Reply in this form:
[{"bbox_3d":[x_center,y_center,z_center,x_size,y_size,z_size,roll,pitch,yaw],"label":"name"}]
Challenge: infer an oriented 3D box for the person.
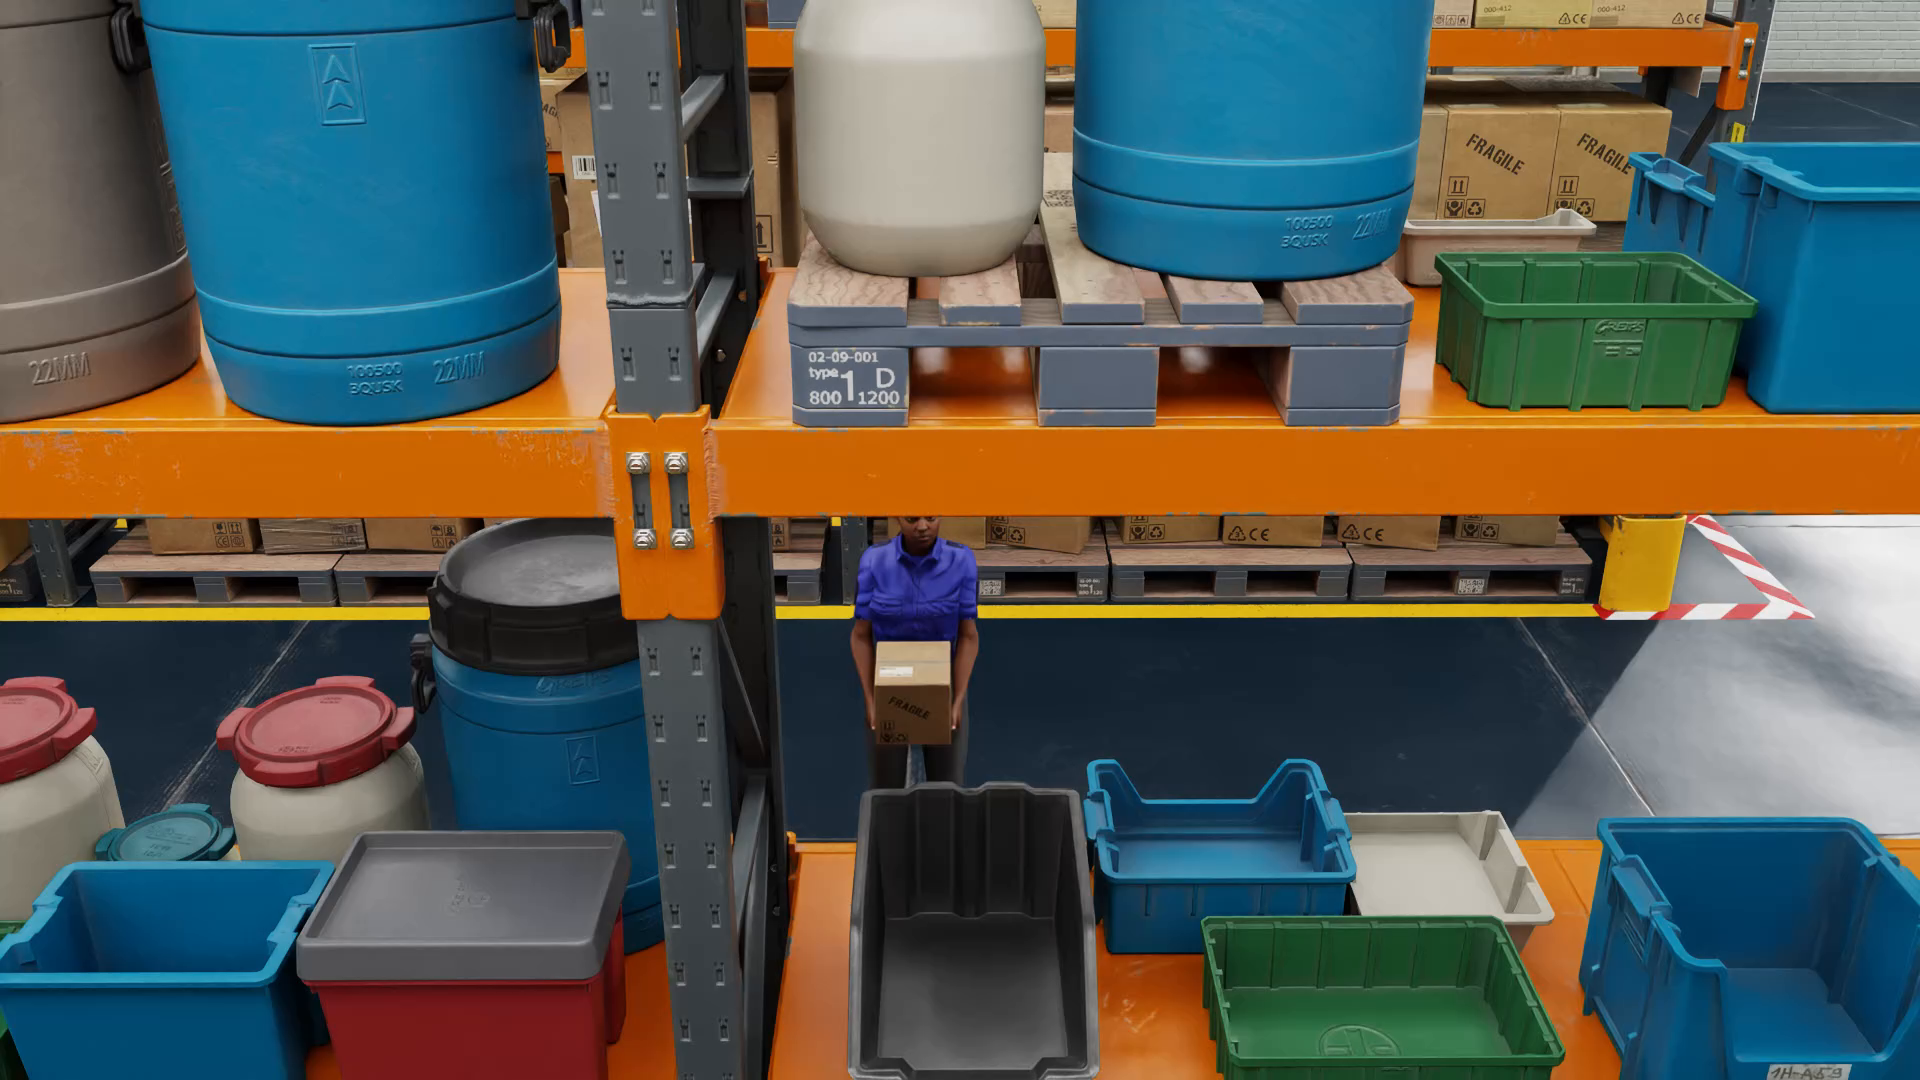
[{"bbox_3d":[-0.156,0.593,5.807,0.448,1.655,0.505,0,24,0],"label":"person"}]
